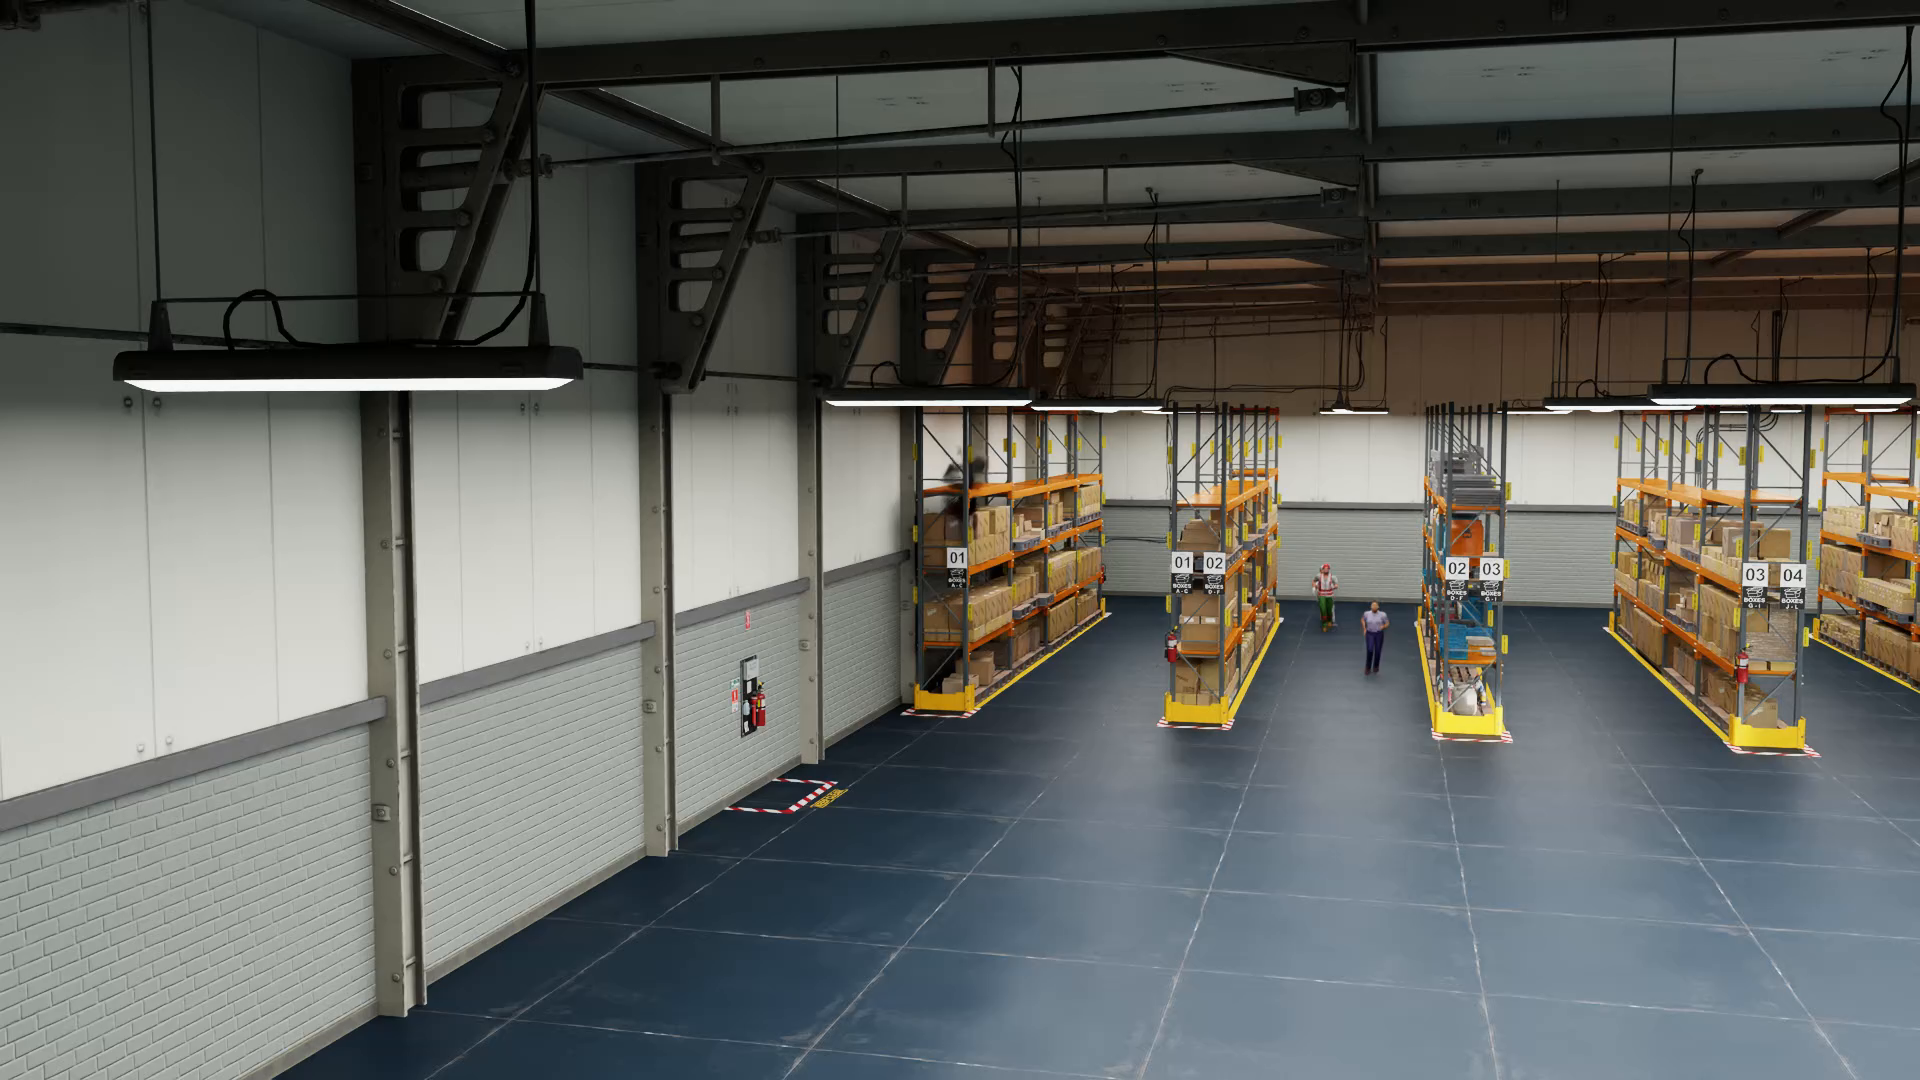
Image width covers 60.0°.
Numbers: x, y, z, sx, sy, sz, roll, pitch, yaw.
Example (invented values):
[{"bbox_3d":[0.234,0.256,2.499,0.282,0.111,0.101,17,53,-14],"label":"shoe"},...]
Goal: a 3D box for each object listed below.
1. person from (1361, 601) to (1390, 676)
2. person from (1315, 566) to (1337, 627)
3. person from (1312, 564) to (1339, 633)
[{"bbox_3d":[9.233,2.189,36.965,0.597,1.680,0.726,1,4,11],"label":"person"},{"bbox_3d":[10.013,1.541,45.859,0.631,1.672,0.855,-1,4,-10],"label":"person"},{"bbox_3d":[9.786,1.533,44.548,0.679,1.809,0.977,1,4,9],"label":"person"}]
